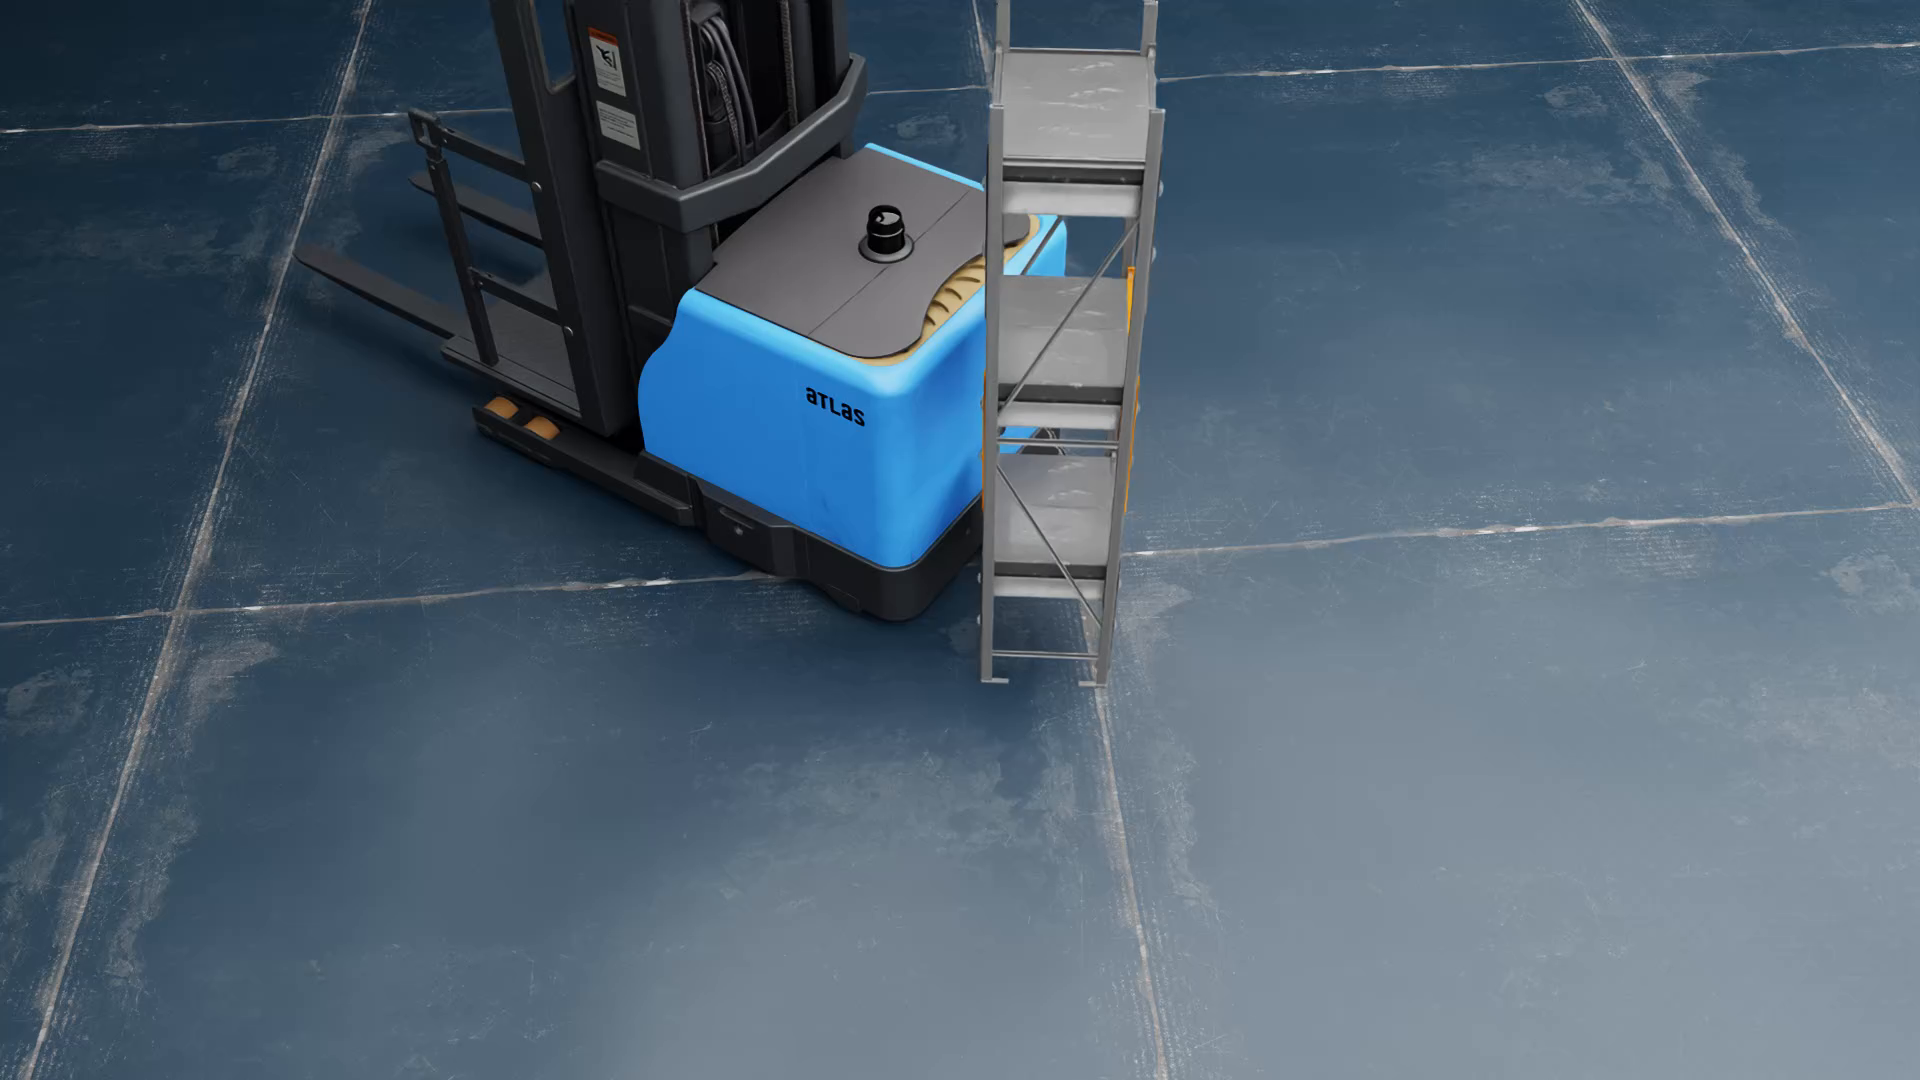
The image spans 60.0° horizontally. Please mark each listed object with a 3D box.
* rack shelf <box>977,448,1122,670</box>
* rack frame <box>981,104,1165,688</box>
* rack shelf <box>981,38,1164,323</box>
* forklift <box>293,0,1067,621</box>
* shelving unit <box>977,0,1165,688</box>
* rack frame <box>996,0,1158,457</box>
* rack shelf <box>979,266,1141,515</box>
[{"bbox_3d":[0.279,0.052,5.238,0.431,0.518,0.480,2,47,2],"label":"rack shelf"},{"bbox_3d":[0.267,-0.262,4.552,0.400,2.100,0.015,2,47,2],"label":"rack frame"},{"bbox_3d":[0.279,-0.911,4.221,0.431,0.518,0.480,2,47,2],"label":"rack shelf"},{"bbox_3d":[-1.161,-1.584,5.231,3.031,2.935,1.130,25,52,22],"label":"forklift"},{"bbox_3d":[0.279,-0.439,4.719,0.431,2.100,0.503,2,47,2],"label":"shelving unit"},{"bbox_3d":[0.291,-0.616,4.887,0.400,2.100,0.015,2,47,2],"label":"rack frame"},{"bbox_3d":[0.279,-0.429,4.729,0.431,0.518,0.480,2,47,2],"label":"rack shelf"}]
